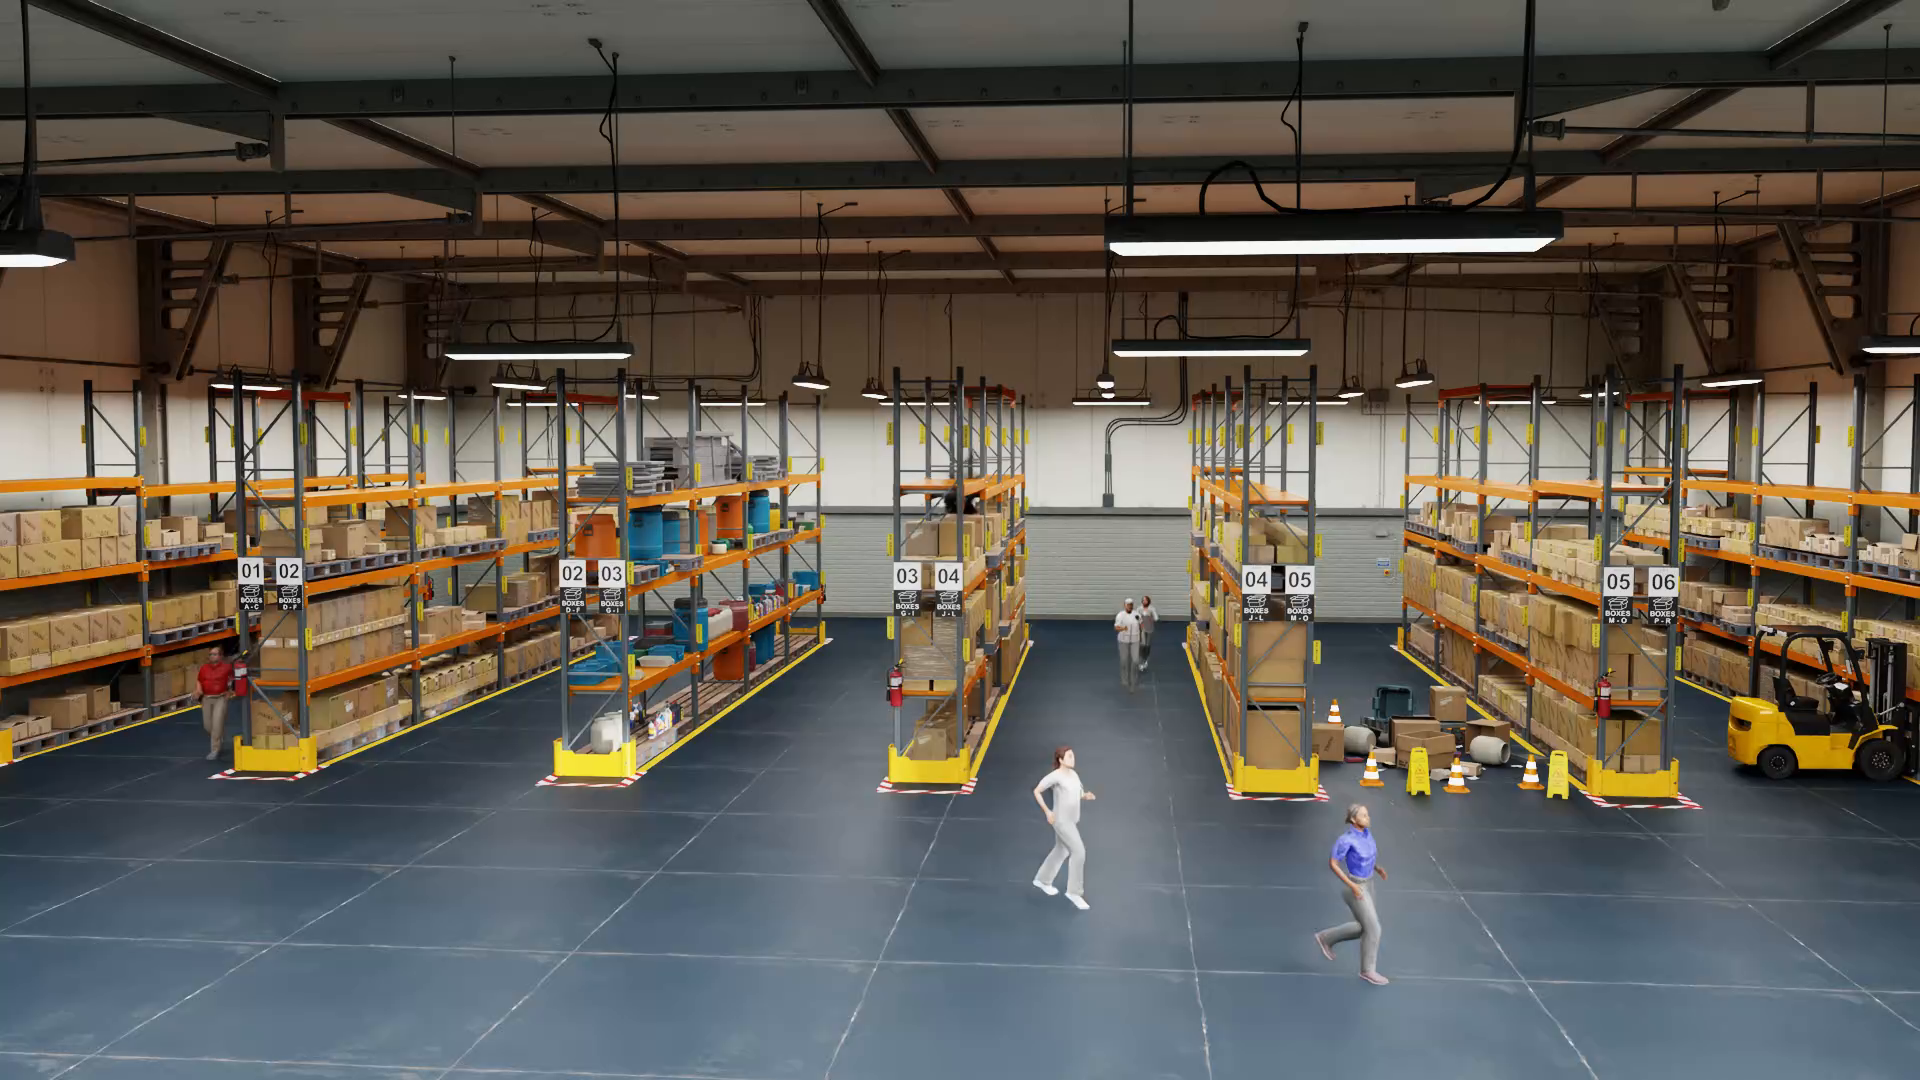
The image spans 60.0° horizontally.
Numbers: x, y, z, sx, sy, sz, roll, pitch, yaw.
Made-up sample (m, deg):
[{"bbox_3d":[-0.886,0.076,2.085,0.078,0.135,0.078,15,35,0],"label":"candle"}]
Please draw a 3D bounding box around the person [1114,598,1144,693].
[{"bbox_3d":[3.189,1.981,31.212,0.586,1.766,0.650,0,4,-2],"label":"person"}]

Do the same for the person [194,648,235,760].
[{"bbox_3d":[-11.661,2.545,26.129,0.663,1.717,0.816,0,4,0],"label":"person"}]

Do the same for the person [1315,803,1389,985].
[{"bbox_3d":[3.636,3.242,15.389,0.726,1.649,0.576,3,4,36],"label":"person"}]

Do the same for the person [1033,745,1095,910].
[{"bbox_3d":[1.101,3.055,17.815,0.770,1.725,0.538,2,4,30],"label":"person"}]

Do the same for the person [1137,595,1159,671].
[{"bbox_3d":[4.006,2.011,35.698,0.507,1.623,0.707,0,4,6],"label":"person"}]
